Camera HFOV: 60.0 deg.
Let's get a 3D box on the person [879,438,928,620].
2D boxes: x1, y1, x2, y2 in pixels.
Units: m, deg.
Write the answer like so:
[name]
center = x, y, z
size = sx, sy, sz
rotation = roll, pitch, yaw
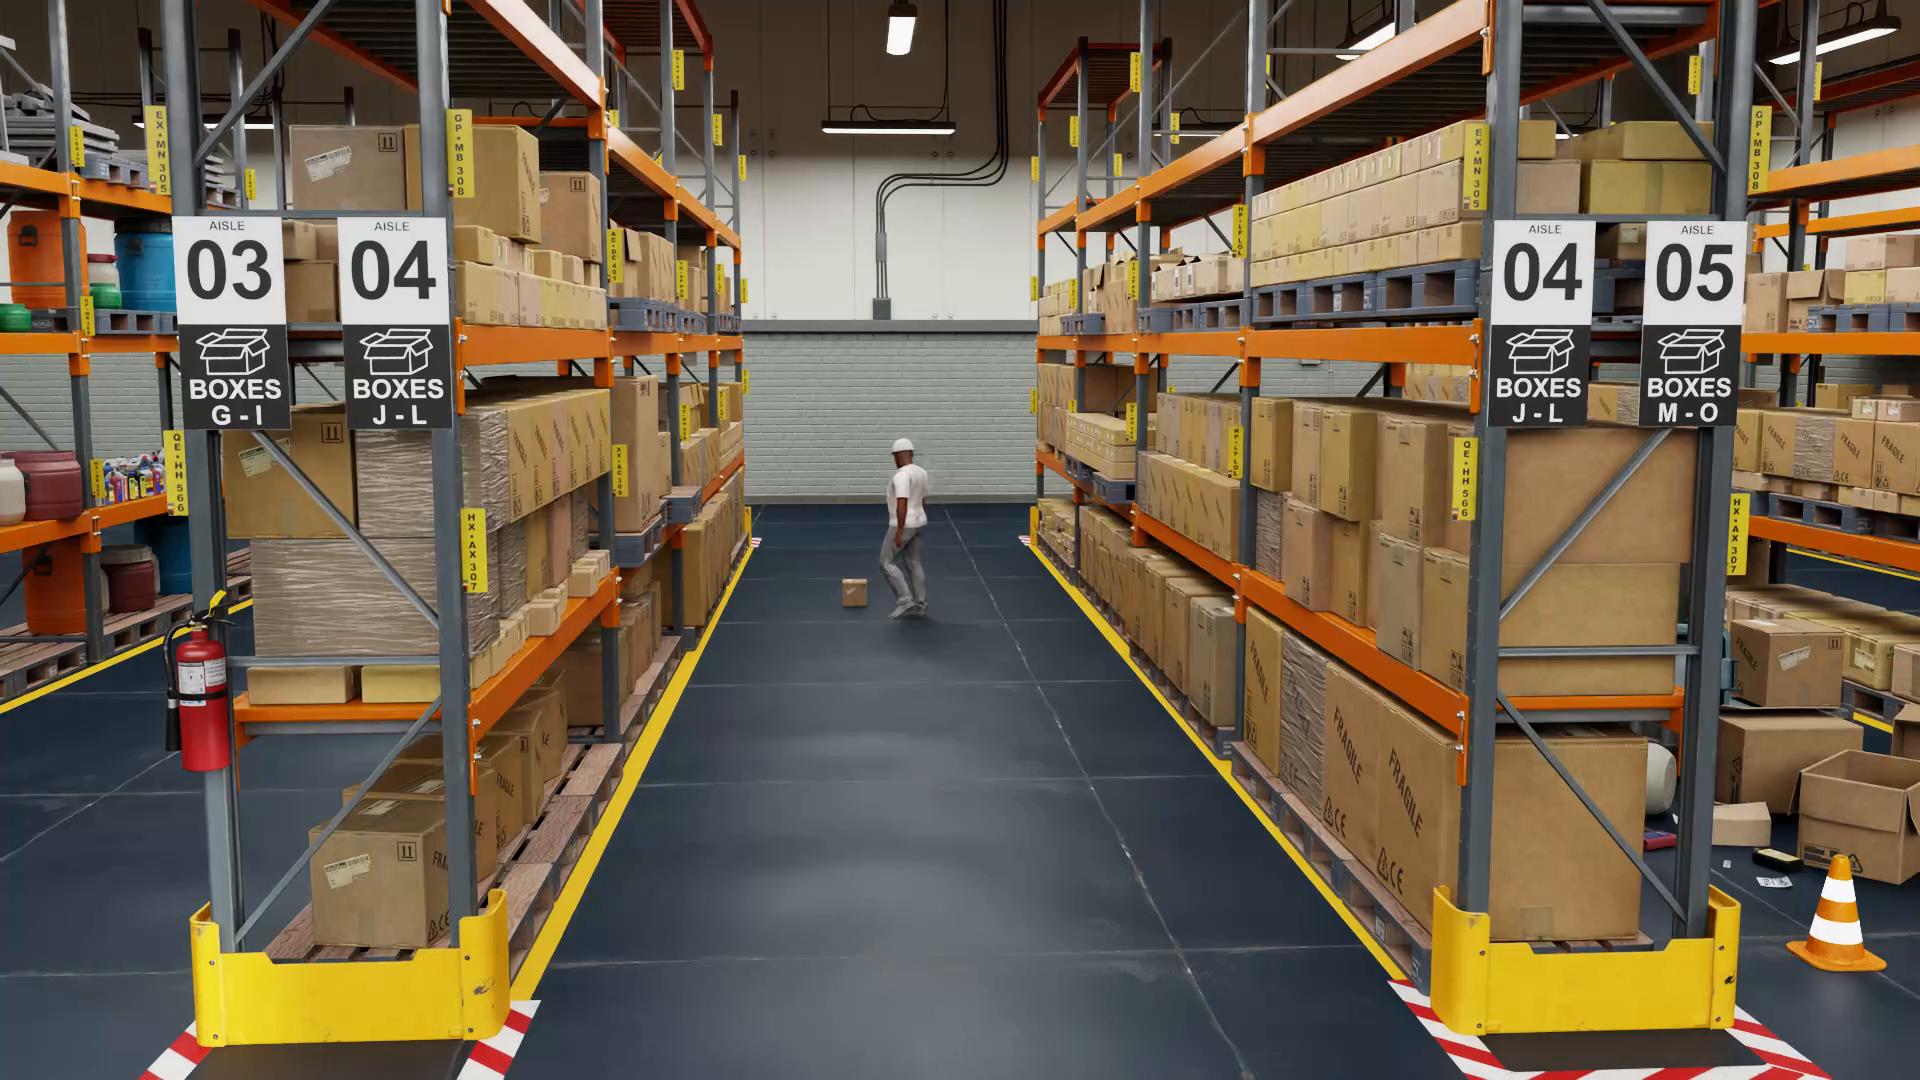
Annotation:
[person]
center = -0.528, -0.108, 16.504
size = 0.457, 1.794, 0.615
rotation = 3, 8, 27
